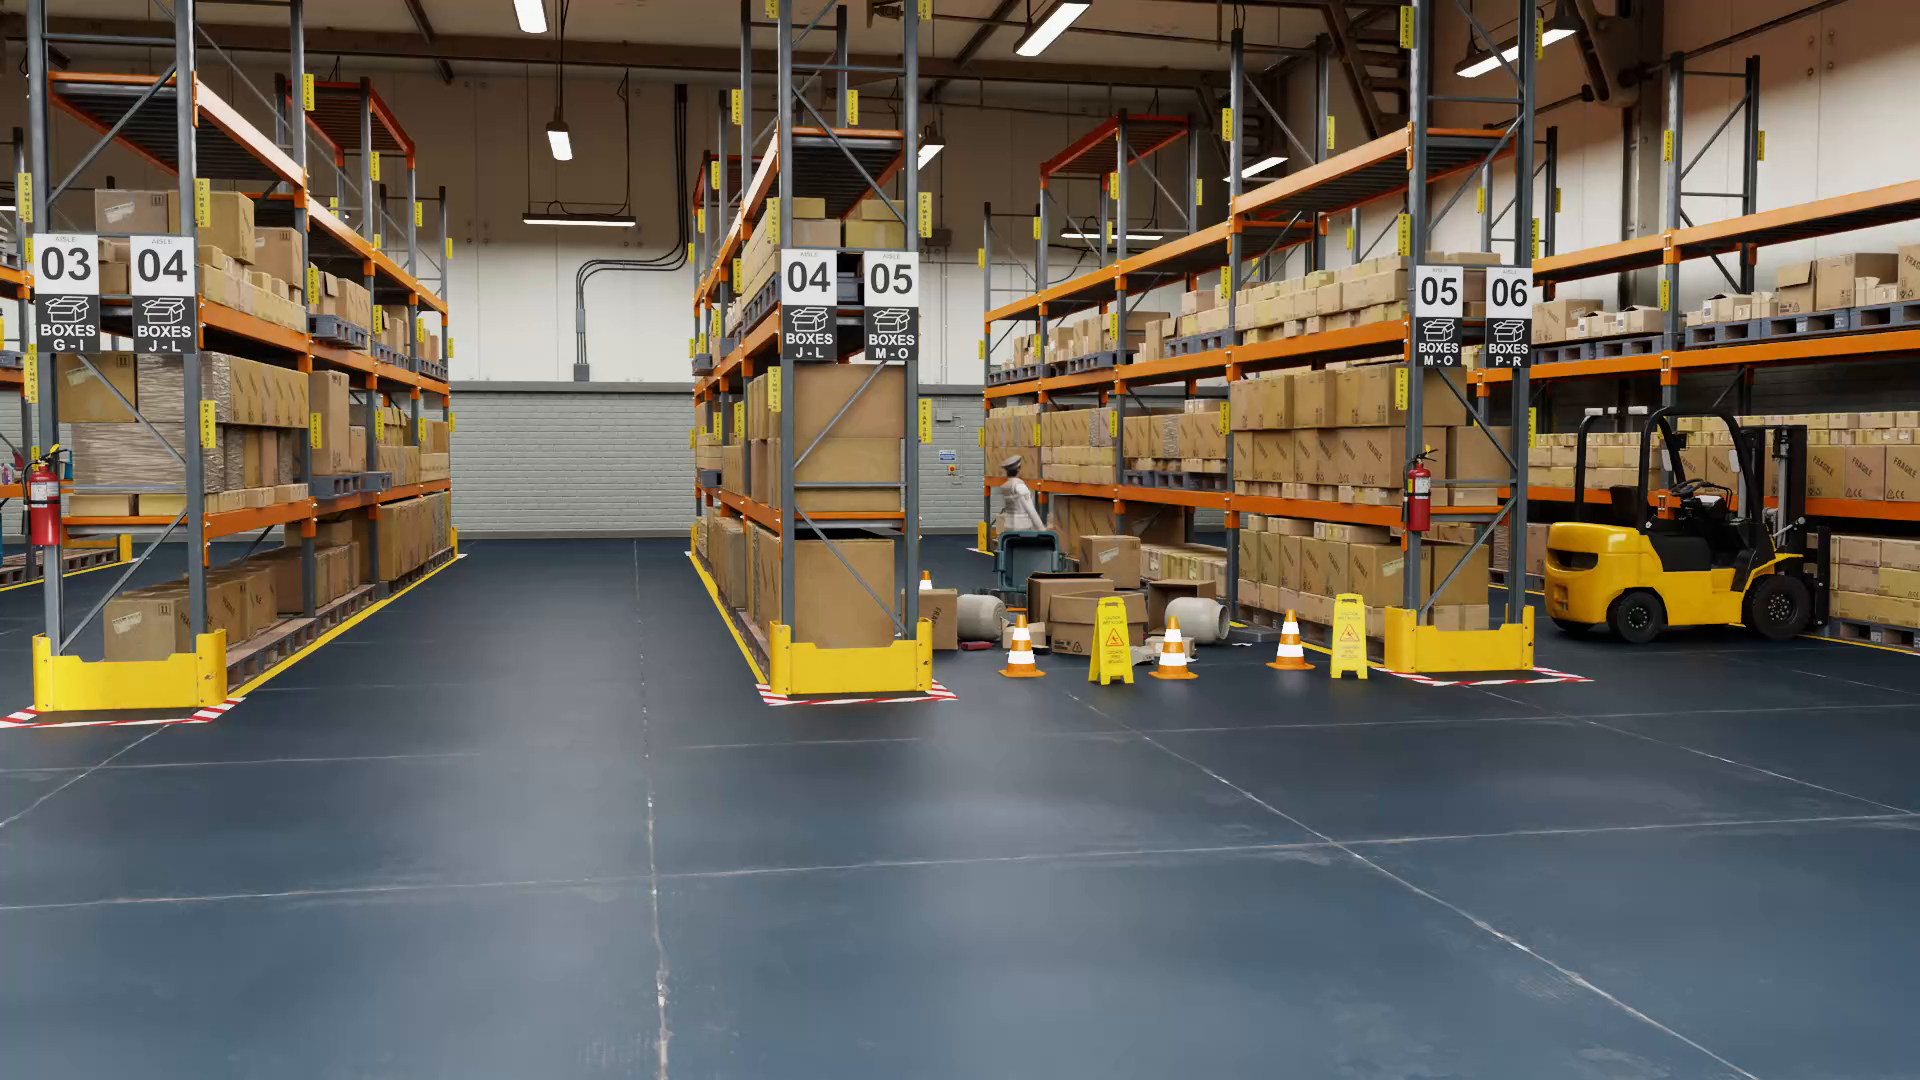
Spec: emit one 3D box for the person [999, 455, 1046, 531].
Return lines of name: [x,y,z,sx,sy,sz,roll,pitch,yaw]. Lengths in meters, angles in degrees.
person: [0.679,-0.093,18.472,0.491,1.699,0.532,-2,4,-29]
